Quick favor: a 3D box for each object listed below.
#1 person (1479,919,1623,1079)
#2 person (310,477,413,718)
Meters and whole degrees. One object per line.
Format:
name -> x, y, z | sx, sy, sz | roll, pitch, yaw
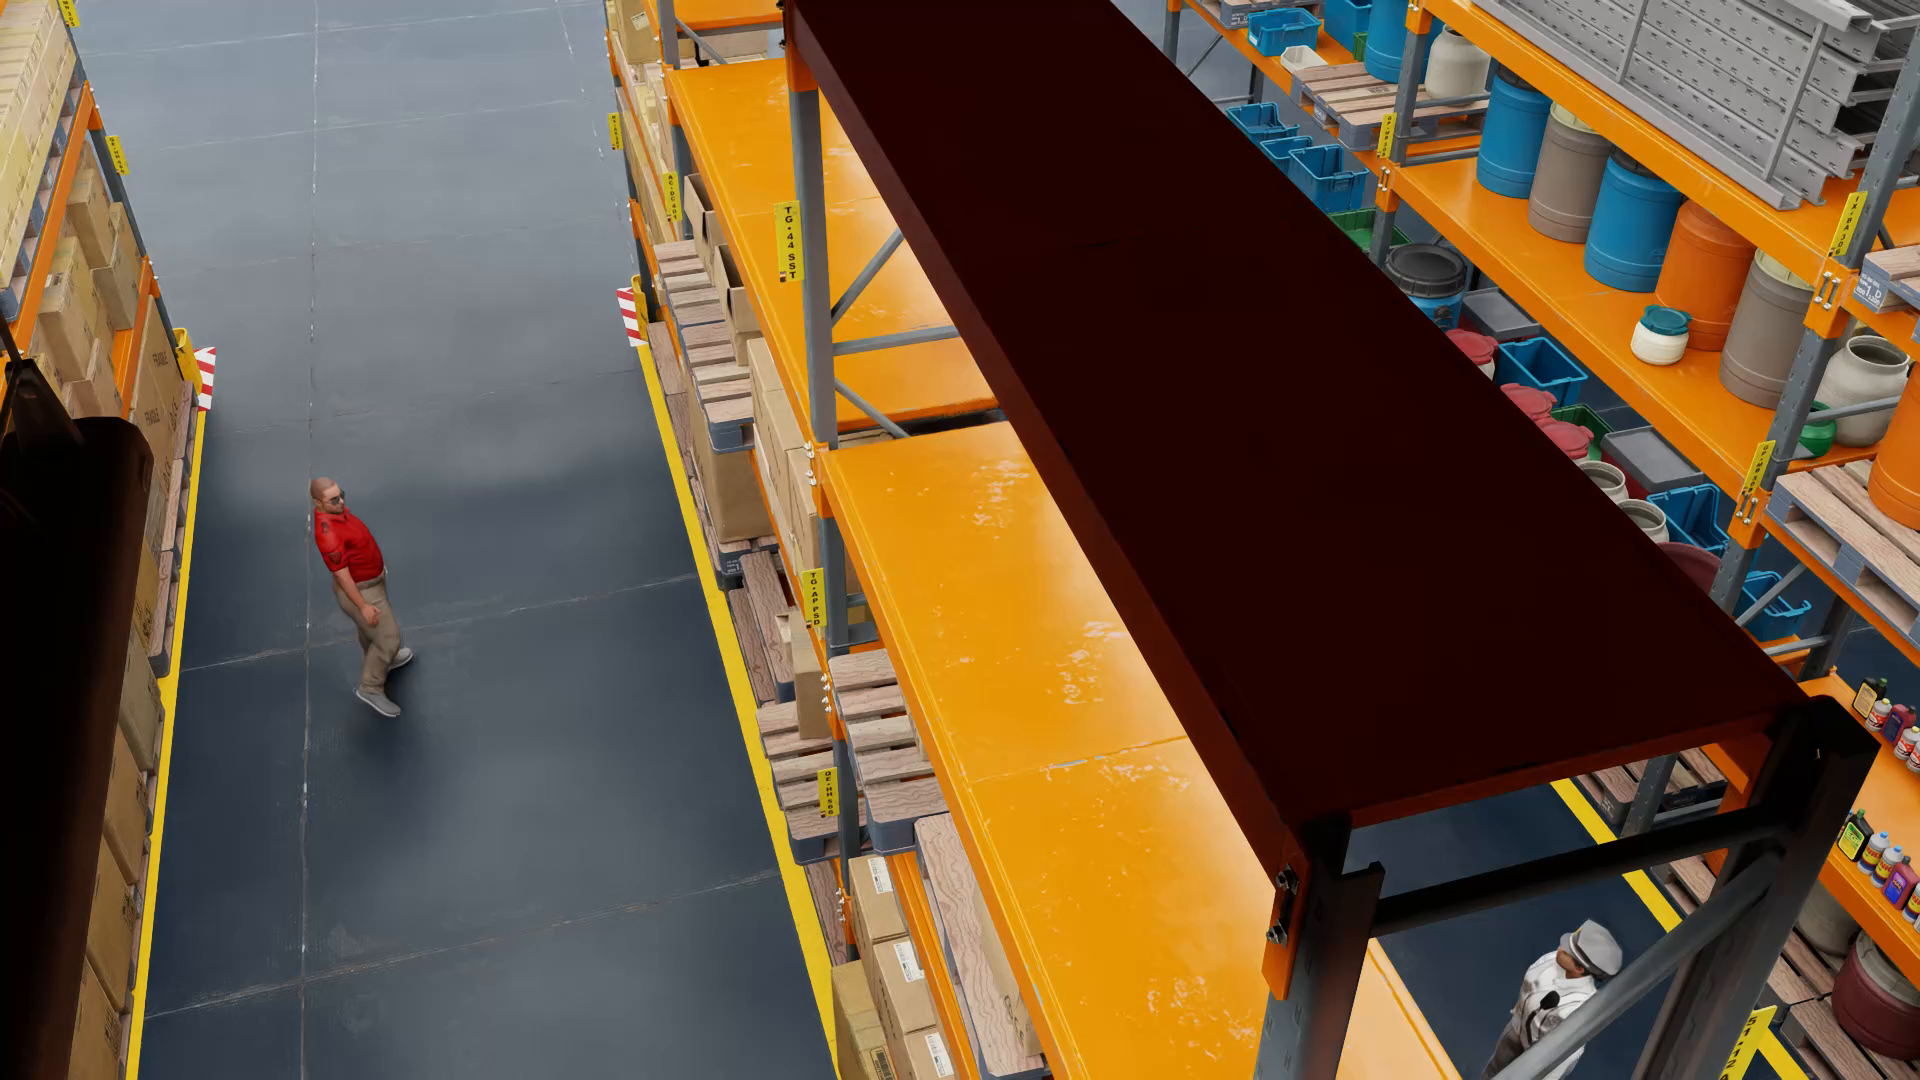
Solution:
person -> 2.757, 2.431, 8.049 | 0.528, 1.692, 0.506 | -4, 39, -5
person -> -3.967, 0.348, 11.029 | 0.454, 1.764, 0.645 | -18, 42, -22
